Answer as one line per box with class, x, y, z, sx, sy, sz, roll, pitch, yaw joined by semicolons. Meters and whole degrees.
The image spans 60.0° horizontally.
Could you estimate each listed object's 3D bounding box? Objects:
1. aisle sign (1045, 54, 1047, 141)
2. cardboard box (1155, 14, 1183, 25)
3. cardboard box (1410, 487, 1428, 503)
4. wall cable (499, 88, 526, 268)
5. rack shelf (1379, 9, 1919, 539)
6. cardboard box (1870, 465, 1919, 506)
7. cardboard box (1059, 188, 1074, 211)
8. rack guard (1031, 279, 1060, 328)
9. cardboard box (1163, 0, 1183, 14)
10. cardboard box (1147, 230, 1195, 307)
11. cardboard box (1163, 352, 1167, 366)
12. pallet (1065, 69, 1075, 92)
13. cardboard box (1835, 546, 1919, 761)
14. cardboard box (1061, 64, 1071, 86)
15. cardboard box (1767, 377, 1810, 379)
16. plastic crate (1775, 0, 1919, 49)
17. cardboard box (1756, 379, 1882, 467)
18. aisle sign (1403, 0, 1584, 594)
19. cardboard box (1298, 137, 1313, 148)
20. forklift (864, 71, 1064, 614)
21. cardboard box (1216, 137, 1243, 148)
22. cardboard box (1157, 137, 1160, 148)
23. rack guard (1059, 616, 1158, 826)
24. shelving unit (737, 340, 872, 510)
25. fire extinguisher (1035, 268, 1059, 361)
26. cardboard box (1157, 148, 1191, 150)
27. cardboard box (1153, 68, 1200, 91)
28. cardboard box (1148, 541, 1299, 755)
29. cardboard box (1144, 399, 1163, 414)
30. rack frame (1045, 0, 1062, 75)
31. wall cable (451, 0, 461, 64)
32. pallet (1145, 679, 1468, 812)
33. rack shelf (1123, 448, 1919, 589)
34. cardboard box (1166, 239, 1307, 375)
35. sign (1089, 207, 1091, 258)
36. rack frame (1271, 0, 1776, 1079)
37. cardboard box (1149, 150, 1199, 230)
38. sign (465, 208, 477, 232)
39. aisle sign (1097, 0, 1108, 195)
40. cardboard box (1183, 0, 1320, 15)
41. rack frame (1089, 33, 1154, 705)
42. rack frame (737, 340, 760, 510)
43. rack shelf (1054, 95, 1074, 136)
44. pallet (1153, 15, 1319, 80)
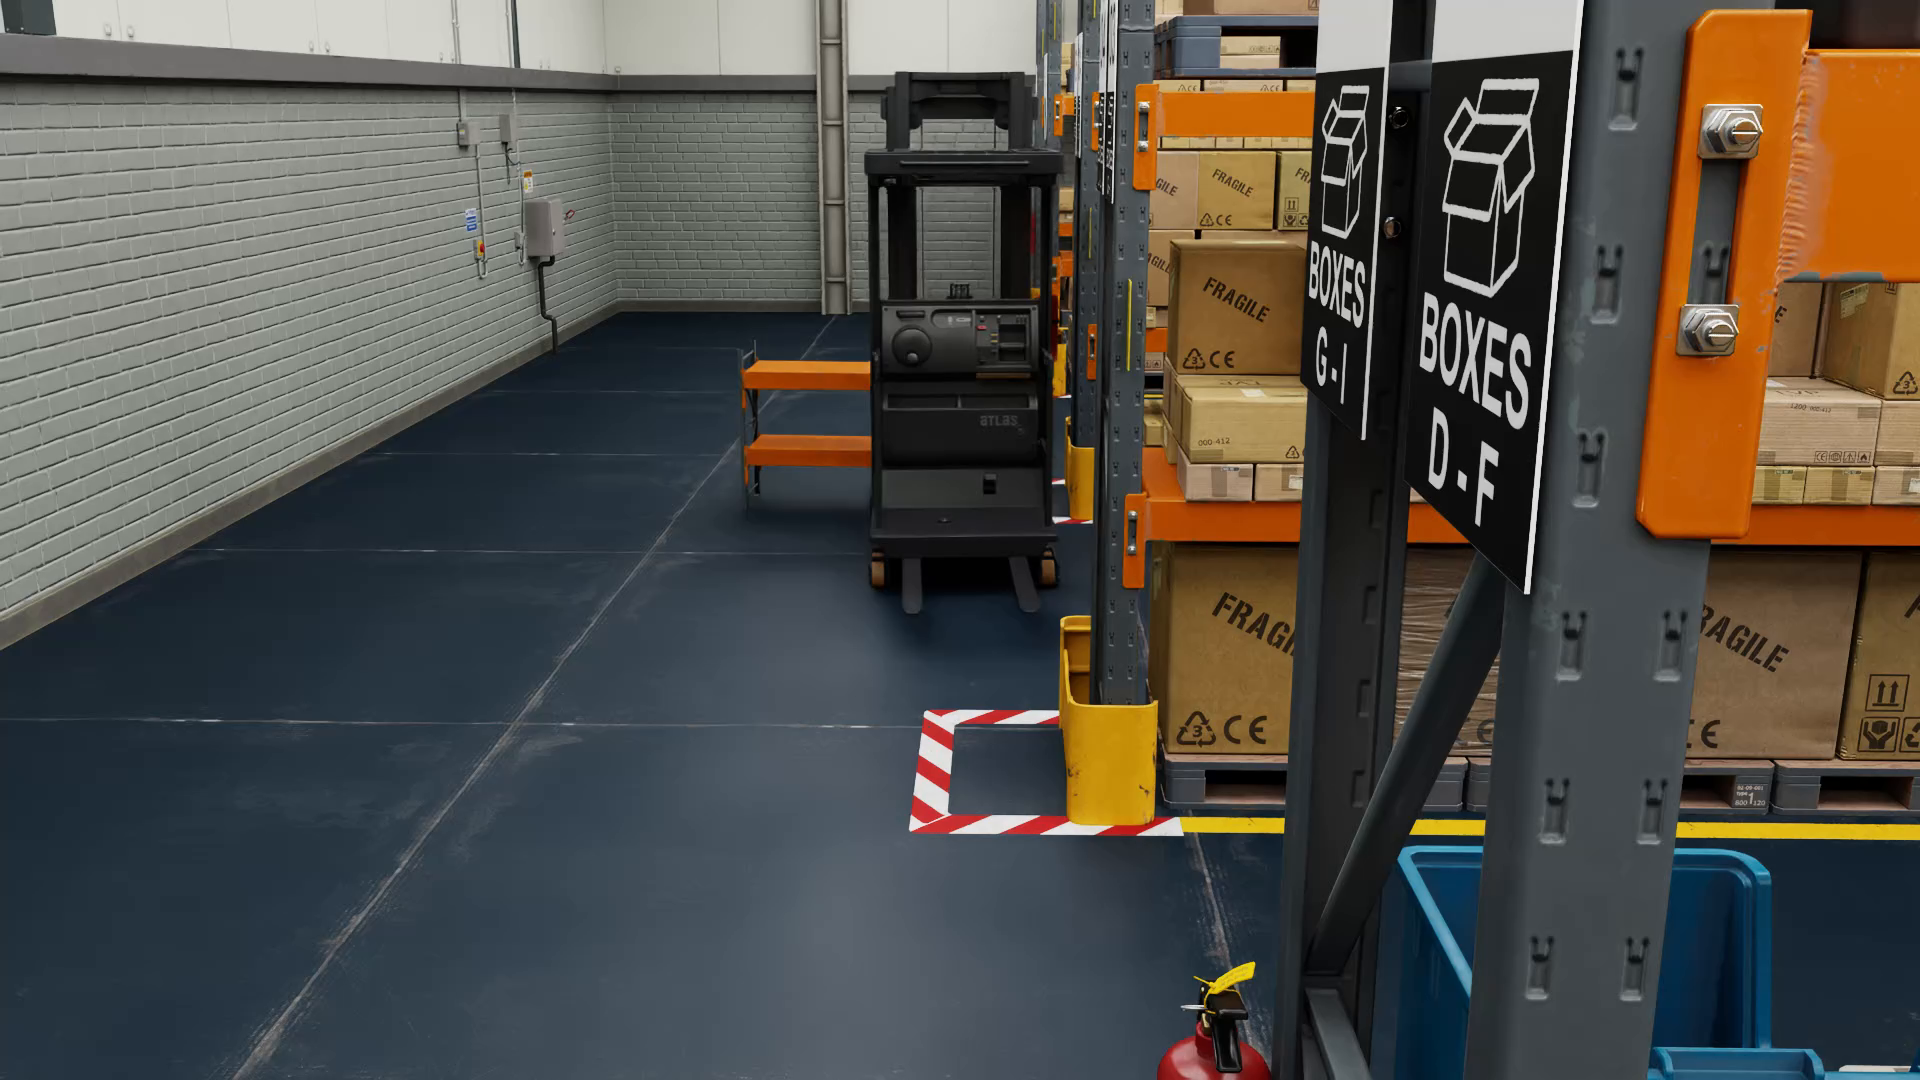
aisle sign;0.812;-4.182;15.716;0.004;0.787;0.394;0;15;1
cardboard box;1.308;-3.286;10.850;0.500;0.250;0.500;1;15;2
cardboard box;1.758;-0.259;6.435;0.250;0.149;0.380;0;15;1
wall cable;-4.722;-3.883;17.685;0.122;1.984;0.588;0;15;1
rack shelf;2.511;-0.298;1.620;4.000;0.370;1.077;0;15;1
cardboard box;3.553;-0.248;6.391;0.250;0.149;0.380;1;15;2
cardboard box;1.461;-4.264;20.834;0.500;0.250;0.500;0;15;2
rack guard;1.090;-3.056;21.441;0.348;0.500;1.175;0;15;1
cardboard box;1.438;-3.482;10.809;0.250;0.149;0.380;1;15;4
cardboard box;1.308;-1.855;11.210;0.500;0.500;0.500;1;15;4
cardboard box;2.469;-1.980;16.666;0.875;0.438;0.875;1;15;3
pallet;1.633;-4.404;15.947;1.213;0.211;1.003;0;15;1
cardboard box;3.979;0.354;6.960;0.875;0.875;0.875;0;15;1
cardboard box;1.451;-5.714;20.448;0.500;0.250;0.500;0;15;1
cardboard box;3.159;-0.593;6.919;0.500;0.250;0.500;1;15;3
plastic crate;0.890;-0.522;1.315;0.590;0.269;0.497;0;15;1
cardboard box;3.161;-0.459;6.410;0.500;0.250;0.500;1;15;3
aisle sign;0.432;-0.390;1.343;0.004;0.787;0.394;0;15;1
cardboard box;3.298;-3.763;15.797;0.250;0.149;0.380;0;15;0
forklift;0.011;-1.214;9.696;1.130;2.935;3.031;0;15;-2
cardboard box;2.536;-3.759;15.781;0.250;0.149;0.380;1;15;2
cardboard box;1.760;-3.757;15.772;0.250;0.149;0.380;1;15;3
rack guard;0.614;0.737;7.067;0.348;0.500;1.175;0;15;1
shelving unit;-0.981;-0.810;11.705;1.048;1.125;0.538;1;15;4
fire extinguisher;0.626;-1.637;12.049;0.183;0.674;0.296;0;15;1
cardboard box;1.330;-2.472;11.590;0.500;0.500;0.500;0;15;0
cardboard box;1.308;-3.046;10.918;0.500;0.250;0.500;1;15;3
cardboard box;1.280;0.336;7.026;0.875;0.875;0.875;0;15;1
cardboard box;1.402;-0.909;12.005;0.250;0.149;0.380;1;15;2
rack frame;0.891;-5.900;15.561;0.127;3.000;1.000;0;15;1
wall cable;-4.802;-5.865;15.429;0.029;3.000;0.463;0;15;1
pallet;1.440;0.862;7.159;1.213;0.211;1.003;0;15;1
rack shelf;2.638;-0.111;6.790;4.000;0.370;1.077;0;15;1
cardboard box;1.132;-0.969;6.875;0.500;0.500;0.500;1;15;2
sign;0.852;-2.016;10.904;0.005;0.325;0.100;0;15;1
rack frame;0.512;0.791;1.963;0.053;2.616;0.949;0;15;1
cardboard box;1.308;-2.341;11.093;0.500;0.500;0.500;0;15;1
sign;-4.809;-3.148;16.363;0.001;0.218;0.327;0;15;1
aisle sign;0.574;-1.806;6.708;0.004;0.787;0.394;0;15;1
cardboard box;1.159;-2.232;6.325;0.500;0.500;0.700;-1;15;-2
rack frame;0.638;-0.472;6.747;0.127;3.000;1.000;0;15;1
rack frame;-1.488;-0.819;11.739;0.032;1.125;0.500;1;15;4
rack shelf;2.891;-4.088;15.986;4.000;0.370;1.077;0;15;1
pallet;1.380;-1.877;6.368;1.213;0.211;1.003;0;15;1
